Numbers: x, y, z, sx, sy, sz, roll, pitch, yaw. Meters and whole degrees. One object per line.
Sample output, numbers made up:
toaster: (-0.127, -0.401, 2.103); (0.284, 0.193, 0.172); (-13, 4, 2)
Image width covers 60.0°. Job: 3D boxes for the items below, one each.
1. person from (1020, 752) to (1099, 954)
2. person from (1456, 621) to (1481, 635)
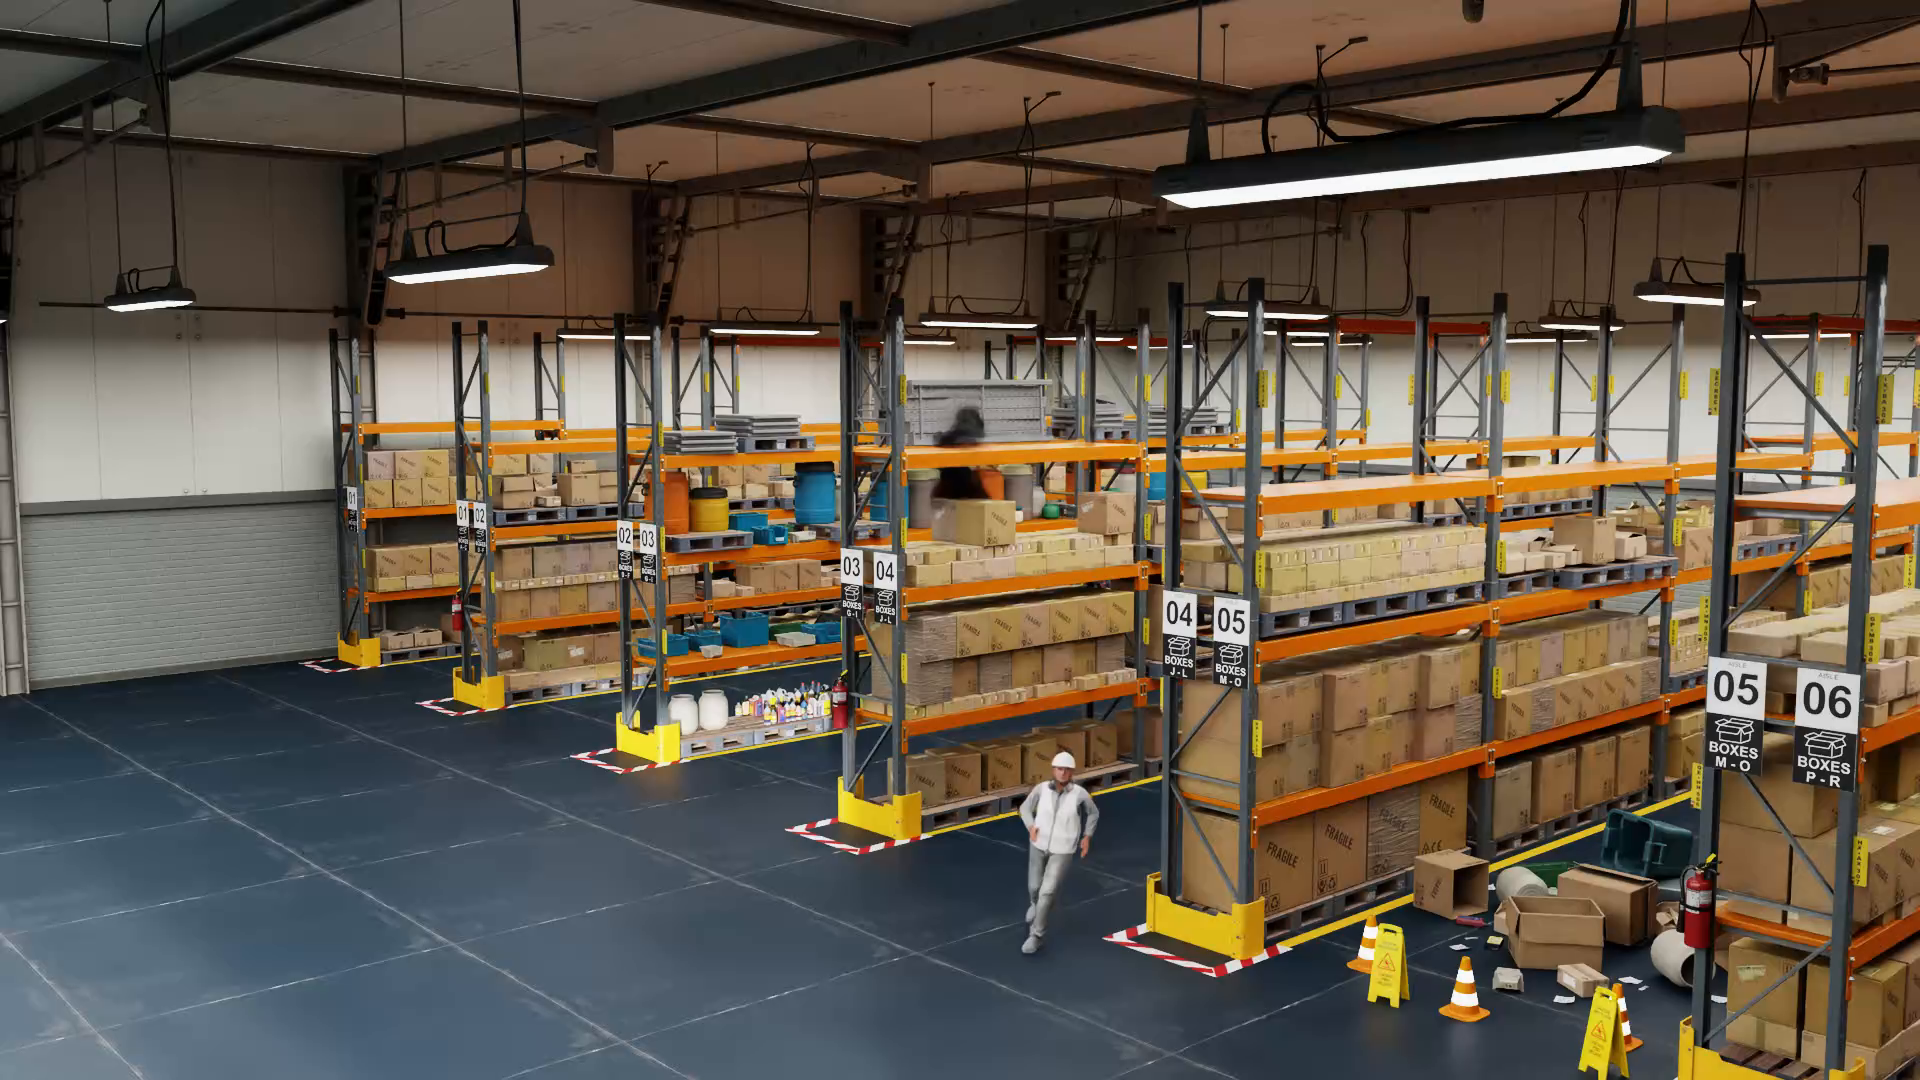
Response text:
person: (0.869, 2.794, 15.130); (0.722, 1.741, 0.956); (2, 6, 17)
person: (7.370, 1.936, 23.898); (0.710, 1.772, 1.005); (5, 8, 43)
